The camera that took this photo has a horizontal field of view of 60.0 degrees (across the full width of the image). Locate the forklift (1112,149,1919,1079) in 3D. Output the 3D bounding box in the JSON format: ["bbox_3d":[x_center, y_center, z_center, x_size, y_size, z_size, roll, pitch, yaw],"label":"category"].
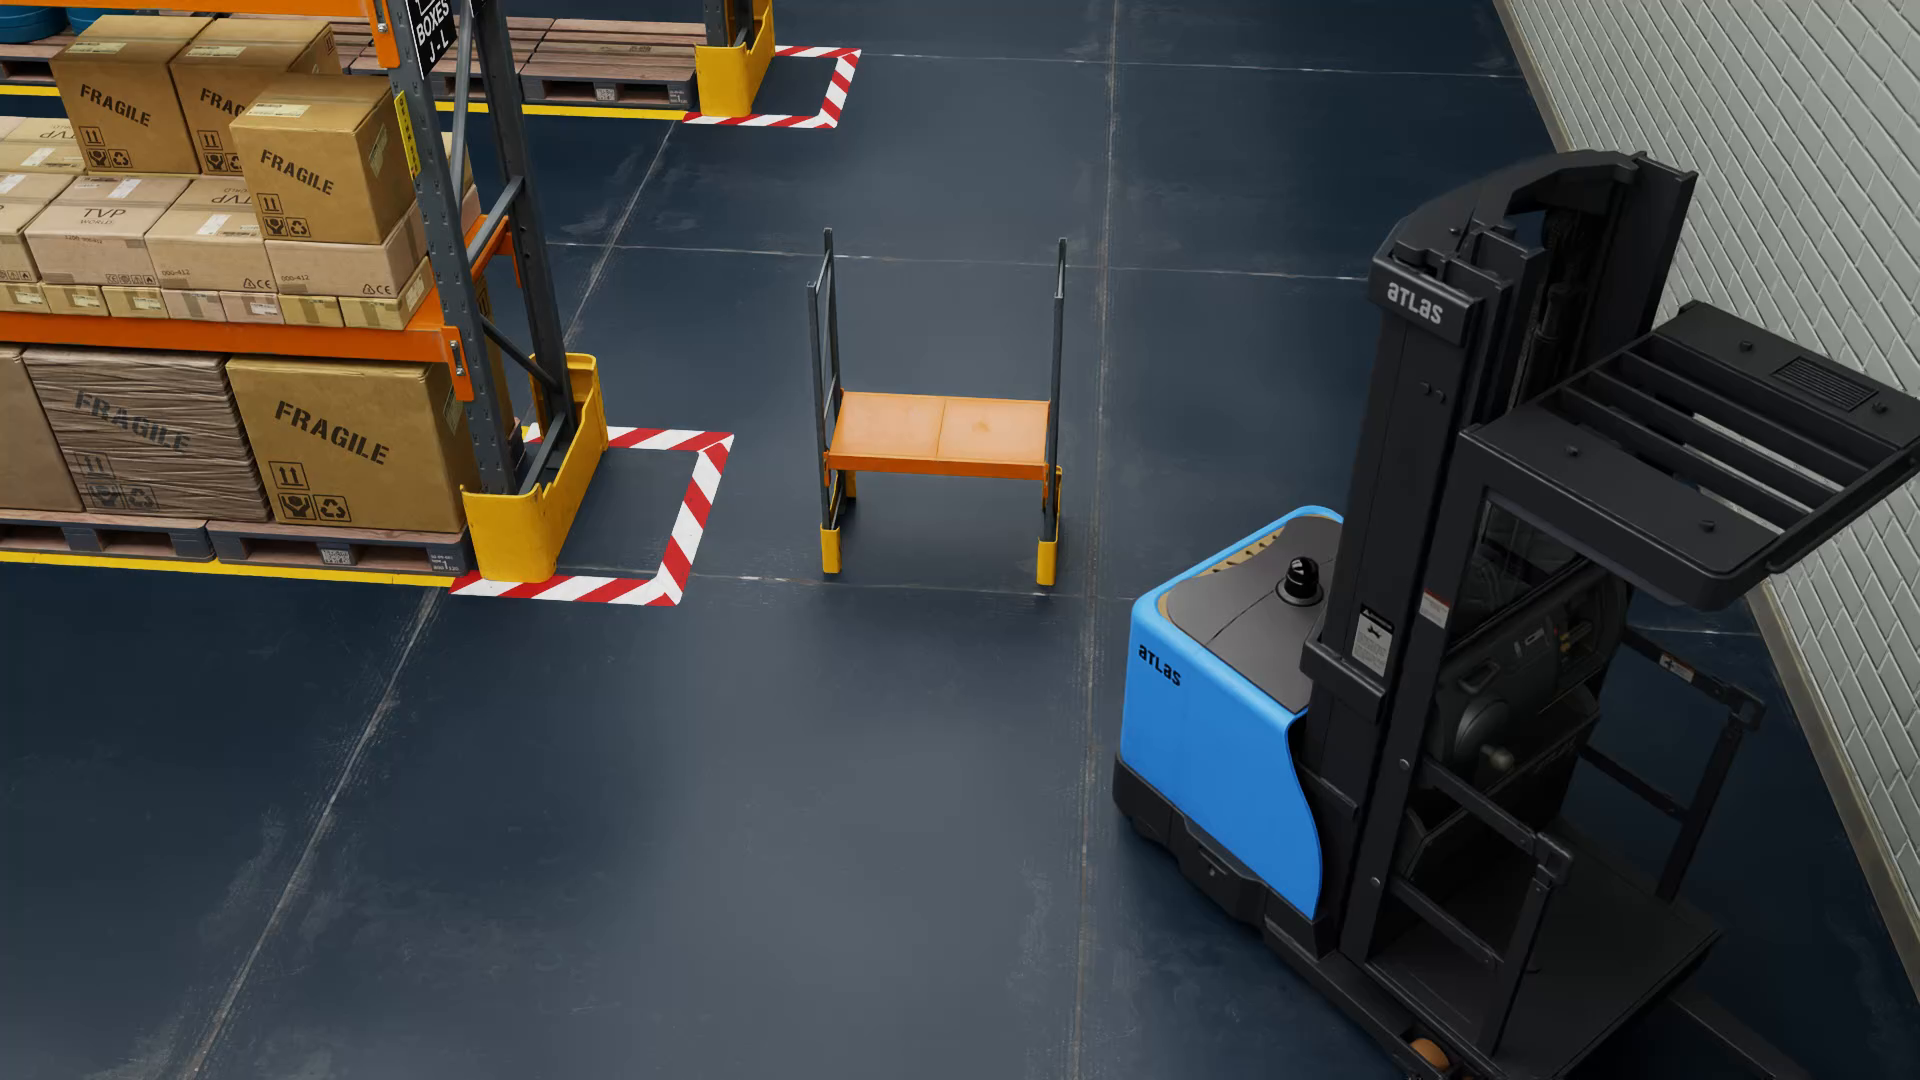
[{"bbox_3d":[1.910,0.456,5.039,1.130,2.935,3.031,-27,46,-29],"label":"forklift"}]

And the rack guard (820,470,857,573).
[{"bbox_3d":[-0.572,-0.128,7.880,0.087,0.250,0.587,3,39,4],"label":"rack guard"}]

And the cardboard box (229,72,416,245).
[{"bbox_3d":[-2.547,-1.548,6.735,0.500,0.500,0.500,4,39,4],"label":"cardboard box"}]

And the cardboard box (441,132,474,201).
[{"bbox_3d":[-2.494,-1.591,7.383,0.500,0.250,0.500,2,39,3],"label":"cardboard box"}]

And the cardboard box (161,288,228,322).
[{"bbox_3d":[-3.181,-1.095,7.089,0.250,0.149,0.380,4,39,5],"label":"cardboard box"}]

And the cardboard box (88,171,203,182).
[{"bbox_3d":[-3.513,-1.645,7.449,0.500,0.250,0.500,2,39,2],"label":"cardboard box"}]

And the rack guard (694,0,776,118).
[{"bbox_3d":[-1.587,-3.491,11.813,0.348,0.500,1.175,3,39,4],"label":"rack guard"}]

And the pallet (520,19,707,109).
[{"bbox_3d":[-2.430,-3.441,11.981,1.213,0.211,1.003,3,39,4],"label":"pallet"}]

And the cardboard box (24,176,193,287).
[{"bbox_3d":[-3.557,-1.311,7.038,0.500,0.250,0.500,2,39,2],"label":"cardboard box"}]

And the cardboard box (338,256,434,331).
[{"bbox_3d":[-2.422,-1.053,7.037,0.250,0.149,0.380,4,39,5],"label":"cardboard box"}]

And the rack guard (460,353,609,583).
[{"bbox_3d":[-2.015,-0.368,7.976,0.348,0.500,1.175,3,39,4],"label":"rack guard"}]

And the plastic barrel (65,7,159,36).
[{"bbox_3d":[-6.138,-4.061,11.863,0.708,0.901,0.600,3,39,4],"label":"plastic barrel"}]

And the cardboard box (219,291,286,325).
[{"bbox_3d":[-2.933,-1.081,7.071,0.250,0.149,0.380,3,39,4],"label":"cardboard box"}]

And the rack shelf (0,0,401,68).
[{"bbox_3d":[-4.032,-2.332,6.603,4.000,0.370,1.077,3,39,4],"label":"rack shelf"}]

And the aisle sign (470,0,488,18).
[{"bbox_3d":[-1.942,-2.531,6.595,0.004,0.787,0.394,3,39,4],"label":"aisle sign"}]

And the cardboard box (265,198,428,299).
[{"bbox_3d":[-2.545,-1.255,6.969,0.500,0.250,0.500,3,39,3],"label":"cardboard box"}]

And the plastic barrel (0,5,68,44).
[{"bbox_3d":[-6.843,-4.099,11.910,0.708,0.901,0.600,3,39,4],"label":"plastic barrel"}]

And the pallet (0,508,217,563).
[{"bbox_3d":[-4.055,-0.319,8.146,1.213,0.211,1.003,3,39,4],"label":"pallet"}]

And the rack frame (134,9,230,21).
[{"bbox_3d":[-5.597,-4.671,11.283,0.127,3.000,1.000,3,39,4],"label":"rack frame"}]

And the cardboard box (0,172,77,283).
[{"bbox_3d":[-4.077,-1.336,7.069,0.500,0.250,0.500,3,39,4],"label":"cardboard box"}]

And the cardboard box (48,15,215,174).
[{"bbox_3d":[-3.509,-1.934,7.209,0.500,0.500,0.500,2,39,3],"label":"cardboard box"}]

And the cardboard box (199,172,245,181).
[{"bbox_3d":[-3.013,-1.616,7.412,0.500,0.250,0.500,3,39,3],"label":"cardboard box"}]

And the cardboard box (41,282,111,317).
[{"bbox_3d":[-3.699,-1.122,7.121,0.250,0.149,0.380,3,39,4],"label":"cardboard box"}]

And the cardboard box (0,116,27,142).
[{"bbox_3d":[-4.538,-1.700,7.516,0.500,0.250,0.500,4,39,5],"label":"cardboard box"}]

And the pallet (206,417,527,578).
[{"bbox_3d":[-2.843,-0.251,8.062,1.213,0.211,1.003,3,39,4],"label":"pallet"}]

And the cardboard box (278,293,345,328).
[{"bbox_3d":[-2.682,-1.066,7.053,0.250,0.149,0.380,4,39,4],"label":"cardboard box"}]

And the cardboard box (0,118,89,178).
[{"bbox_3d":[-4.033,-1.670,7.480,0.500,0.250,0.500,2,39,3],"label":"cardboard box"}]

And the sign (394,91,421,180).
[{"bbox_3d":[-2.100,-1.539,6.330,0.005,0.325,0.100,3,39,4],"label":"sign"}]

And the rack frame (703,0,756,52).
[{"bbox_3d":[-1.612,-4.453,11.016,0.127,3.000,1.000,3,39,4],"label":"rack frame"}]

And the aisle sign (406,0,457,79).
[{"bbox_3d":[-1.993,-2.154,6.131,0.004,0.787,0.394,3,39,4],"label":"aisle sign"}]

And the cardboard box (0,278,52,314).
[{"bbox_3d":[-3.945,-1.137,7.140,0.250,0.149,0.380,4,39,5],"label":"cardboard box"}]

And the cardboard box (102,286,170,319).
[{"bbox_3d":[-3.440,-1.108,7.104,0.250,0.149,0.380,2,39,3],"label":"cardboard box"}]

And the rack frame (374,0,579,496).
[{"bbox_3d":[-2.039,-1.338,7.189,0.127,3.000,1.000,3,39,4],"label":"rack frame"}]

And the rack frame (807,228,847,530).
[{"bbox_3d":[-0.591,-0.614,7.487,0.032,1.500,0.500,3,39,4],"label":"rack frame"}]

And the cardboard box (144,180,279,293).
[{"bbox_3d":[-3.050,-1.283,7.004,0.500,0.250,0.500,2,39,3],"label":"cardboard box"}]

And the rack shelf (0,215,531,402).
[{"bbox_3d":[-4.032,-1.168,7.549,4.000,0.370,1.077,3,39,4],"label":"rack shelf"}]

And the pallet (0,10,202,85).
[{"bbox_3d":[-6.362,-3.658,12.247,1.213,0.211,1.003,3,39,4],"label":"pallet"}]

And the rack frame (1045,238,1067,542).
[{"bbox_3d":[0.421,-0.559,7.419,0.032,1.500,0.500,3,39,4],"label":"rack frame"}]

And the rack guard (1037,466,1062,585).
[{"bbox_3d":[0.420,-0.074,7.813,0.087,0.250,0.587,3,39,4],"label":"rack guard"}]

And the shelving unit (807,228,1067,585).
[{"bbox_3d":[-0.076,-0.586,7.452,1.083,1.500,0.587,3,39,4],"label":"shelving unit"}]

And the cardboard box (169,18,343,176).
[{"bbox_3d":[-2.992,-1.910,7.179,0.500,0.500,0.500,2,39,3],"label":"cardboard box"}]

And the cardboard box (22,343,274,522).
[{"bbox_3d":[-3.590,-0.711,7.769,0.875,0.875,0.875,3,39,4],"label":"cardboard box"}]

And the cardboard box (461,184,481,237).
[{"bbox_3d":[-2.365,-1.468,7.547,0.250,0.149,0.380,4,39,4],"label":"cardboard box"}]

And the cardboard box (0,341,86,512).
[{"bbox_3d":[-4.477,-0.760,7.828,0.875,0.875,0.875,3,39,4],"label":"cardboard box"}]

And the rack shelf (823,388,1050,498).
[{"bbox_3d":[-0.085,-0.447,7.566,1.000,0.185,0.538,3,39,4],"label":"rack shelf"}]

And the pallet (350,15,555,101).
[{"bbox_3d":[-3.642,-3.509,12.065,1.213,0.211,1.003,3,39,4],"label":"pallet"}]

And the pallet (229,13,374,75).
[{"bbox_3d":[-4.861,-3.574,12.144,1.213,0.211,1.003,3,39,4],"label":"pallet"}]

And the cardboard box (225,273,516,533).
[{"bbox_3d":[-2.684,-0.662,7.708,0.875,0.875,0.875,3,39,4],"label":"cardboard box"}]
